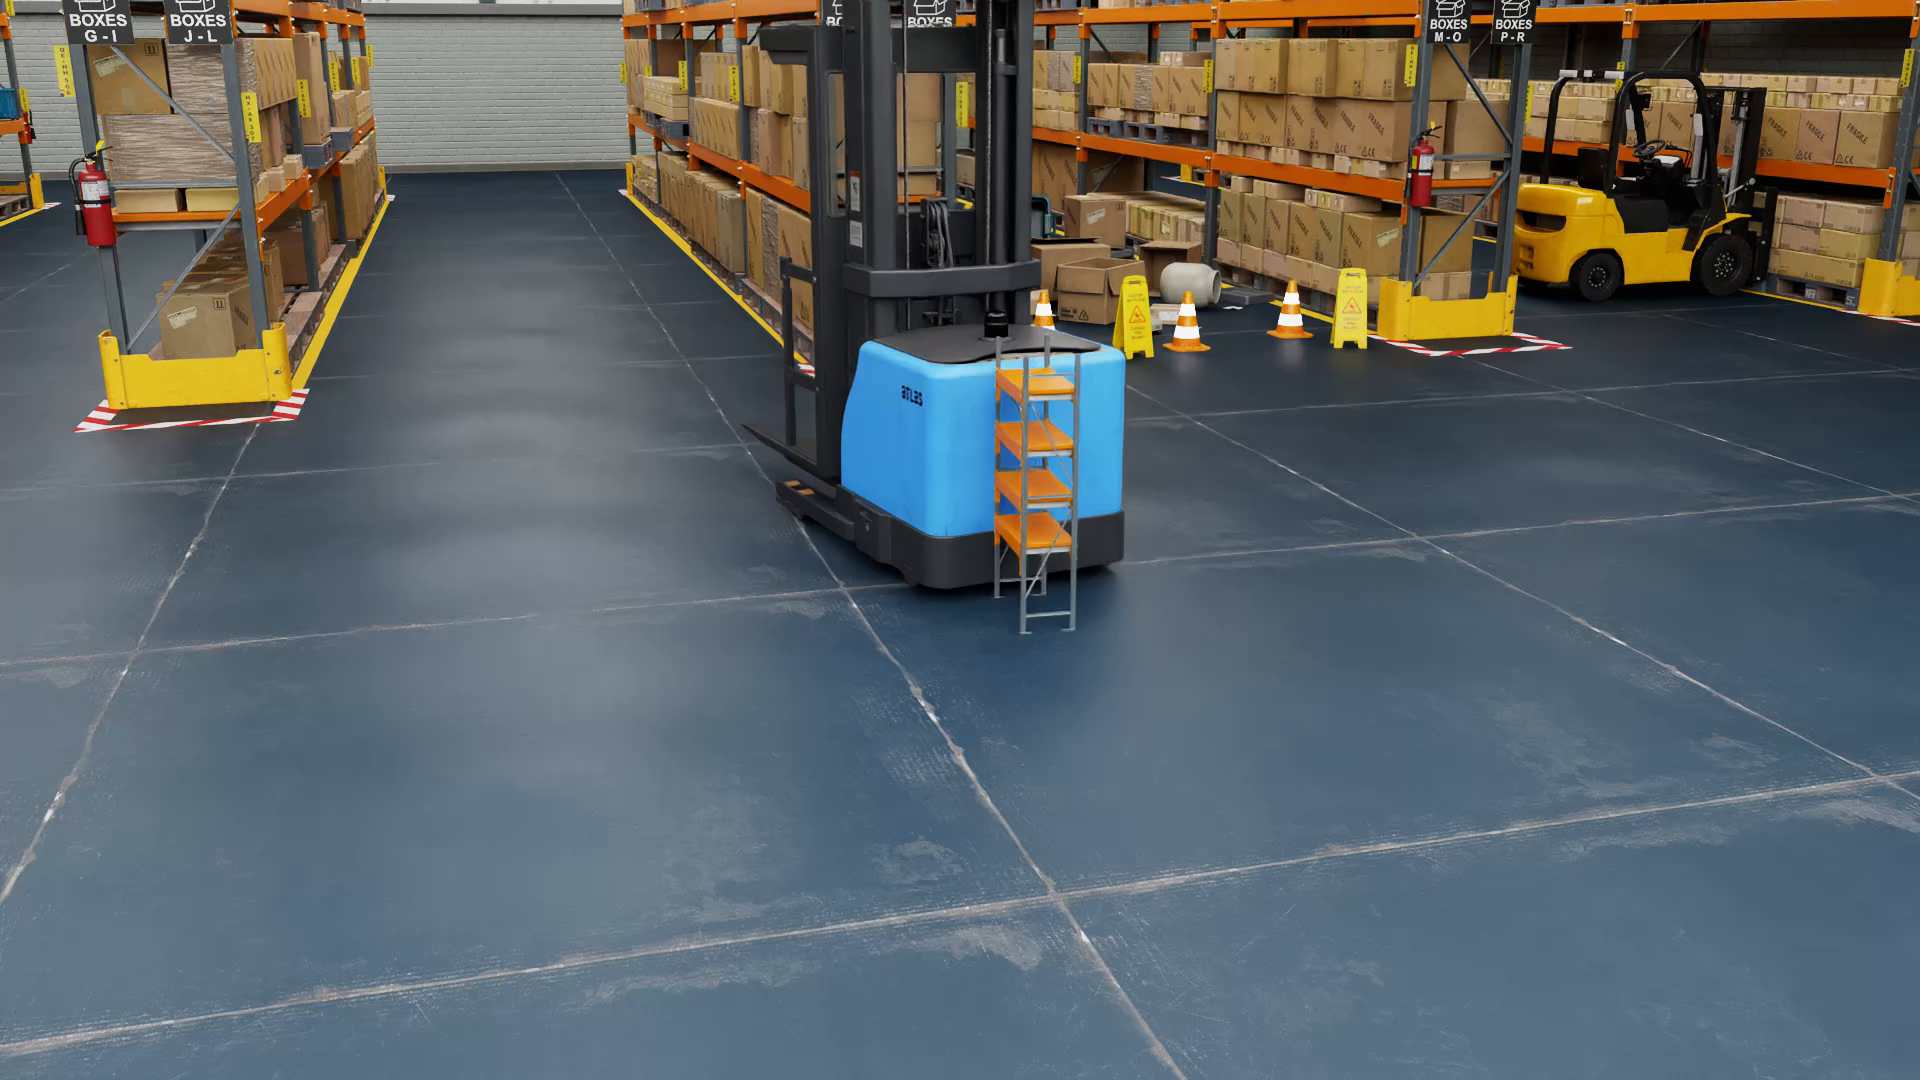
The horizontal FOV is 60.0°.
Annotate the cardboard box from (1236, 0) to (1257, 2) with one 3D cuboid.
[{"bbox_3d":[2.970,-5.427,16.528,0.380,0.149,0.250,-5,17,-15],"label":"cardboard box"}]

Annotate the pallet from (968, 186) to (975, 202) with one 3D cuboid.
[{"bbox_3d":[0.772,-5.387,26.020,1.003,0.211,1.213,-5,17,-15],"label":"pallet"}]

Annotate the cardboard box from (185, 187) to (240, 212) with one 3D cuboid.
[{"bbox_3d":[-5.174,-2.381,11.601,0.380,0.149,0.250,-5,17,-15],"label":"cardboard box"}]

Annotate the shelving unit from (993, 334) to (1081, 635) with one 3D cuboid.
[{"bbox_3d":[0.325,-0.247,7.187,0.258,1.200,0.503,-3,17,-11],"label":"shelving unit"}]

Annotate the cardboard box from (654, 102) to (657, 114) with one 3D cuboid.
[{"bbox_3d":[-3.796,-5.662,21.793,0.380,0.149,0.250,-5,17,-16],"label":"cardboard box"}]

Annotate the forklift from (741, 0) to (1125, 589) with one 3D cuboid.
[{"bbox_3d":[-0.340,-1.561,8.554,1.130,2.935,3.031,-8,19,-26],"label":"forklift"}]

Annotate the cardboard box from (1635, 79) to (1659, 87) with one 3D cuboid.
[{"bbox_3d":[7.678,-5.076,18.319,0.380,0.149,0.250,-4,17,-14],"label":"cardboard box"}]

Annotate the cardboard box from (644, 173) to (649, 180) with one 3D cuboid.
[{"bbox_3d":[-4.724,-5.720,25.990,0.380,0.149,0.250,-6,18,-18],"label":"cardboard box"}]

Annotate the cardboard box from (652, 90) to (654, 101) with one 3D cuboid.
[{"bbox_3d":[-3.867,-5.876,21.989,0.380,0.149,0.250,-4,17,-13],"label":"cardboard box"}]

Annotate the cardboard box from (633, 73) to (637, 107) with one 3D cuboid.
[{"bbox_3d":[-4.773,-6.955,25.702,0.500,0.500,0.500,-4,17,-15],"label":"cardboard box"}]

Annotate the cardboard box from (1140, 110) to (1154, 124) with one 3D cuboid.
[{"bbox_3d":[2.313,-4.925,19.342,0.380,0.149,0.250,-4,17,-14],"label":"cardboard box"}]

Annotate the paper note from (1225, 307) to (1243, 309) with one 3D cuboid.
[{"bbox_3d":[2.587,-2.204,15.736,0.142,0.019,0.148,-12,20,-34],"label":"paper note"}]

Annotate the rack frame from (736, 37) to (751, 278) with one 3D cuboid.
[{"bbox_3d":[-1.627,-3.874,16.136,1.000,3.000,0.127,-5,17,-15],"label":"rack frame"}]

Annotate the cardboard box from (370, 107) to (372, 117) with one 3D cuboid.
[{"bbox_3d":[-9.234,-6.565,25.530,0.380,0.149,0.250,-5,17,-15],"label":"cardboard box"}]

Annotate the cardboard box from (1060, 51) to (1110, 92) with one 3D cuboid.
[{"bbox_3d":[1.611,-6.049,21.464,0.500,0.500,0.500,-5,17,-17],"label":"cardboard box"}]

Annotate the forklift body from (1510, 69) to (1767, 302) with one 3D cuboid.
[{"bbox_3d":[6.700,-3.554,16.546,2.313,2.155,1.214,-5,17,-15],"label":"forklift body"}]

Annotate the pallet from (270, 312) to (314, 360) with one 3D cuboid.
[{"bbox_3d":[-5.867,-1.654,13.590,1.003,0.211,1.213,-5,17,-15],"label":"pallet"}]

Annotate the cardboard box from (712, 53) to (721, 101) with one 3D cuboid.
[{"bbox_3d":[-2.329,-5.101,18.308,0.700,0.500,0.500,-5,17,-16],"label":"cardboard box"}]

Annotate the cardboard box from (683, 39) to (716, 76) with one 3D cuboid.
[{"bbox_3d":[-3.716,-6.900,23.781,0.500,0.500,0.500,-4,17,-14],"label":"cardboard box"}]

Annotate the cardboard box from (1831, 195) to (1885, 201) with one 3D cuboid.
[{"bbox_3d":[8.884,-3.230,16.301,0.500,0.250,0.500,-5,17,-15],"label":"cardboard box"}]

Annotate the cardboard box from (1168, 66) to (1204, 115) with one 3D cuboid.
[{"bbox_3d":[2.619,-4.932,18.235,0.500,0.500,0.500,-5,17,-15],"label":"cardboard box"}]

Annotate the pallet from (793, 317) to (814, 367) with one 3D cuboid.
[{"bbox_3d":[-0.823,-1.647,13.569,1.003,0.211,1.213,-5,17,-15],"label":"pallet"}]

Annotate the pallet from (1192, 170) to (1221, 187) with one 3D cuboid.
[{"bbox_3d":[4.819,-6.429,29.489,1.003,0.211,1.213,-5,17,-15],"label":"pallet"}]

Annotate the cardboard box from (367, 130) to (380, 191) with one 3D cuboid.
[{"bbox_3d":[-9.469,-5.842,25.651,0.875,0.875,0.875,-5,17,-15],"label":"cardboard box"}]

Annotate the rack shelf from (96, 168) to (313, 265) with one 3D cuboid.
[{"bbox_3d":[-5.875,-2.612,13.185,1.077,0.370,4.000,-5,17,-15],"label":"rack shelf"}]

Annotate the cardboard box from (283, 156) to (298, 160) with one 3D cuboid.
[{"bbox_3d":[-6.023,-3.284,14.606,0.380,0.149,0.250,-5,17,-15],"label":"cardboard box"}]

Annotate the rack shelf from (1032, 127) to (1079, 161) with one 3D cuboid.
[{"bbox_3d":[1.455,-5.609,23.160,1.077,0.370,4.000,-5,17,-15],"label":"rack shelf"}]

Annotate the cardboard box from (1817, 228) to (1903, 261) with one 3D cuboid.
[{"bbox_3d":[8.541,-2.814,15.787,0.500,0.250,0.500,-5,17,-16],"label":"cardboard box"}]

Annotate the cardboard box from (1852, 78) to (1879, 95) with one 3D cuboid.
[{"bbox_3d":[8.576,-4.230,15.501,0.380,0.149,0.250,-5,17,-15],"label":"cardboard box"}]

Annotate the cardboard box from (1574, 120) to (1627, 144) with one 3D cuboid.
[{"bbox_3d":[7.486,-4.734,19.258,0.500,0.250,0.500,-4,17,-14],"label":"cardboard box"}]

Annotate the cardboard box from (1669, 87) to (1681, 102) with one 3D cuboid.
[{"bbox_3d":[7.882,-4.795,17.900,0.380,0.149,0.250,-5,17,-15],"label":"cardboard box"}]

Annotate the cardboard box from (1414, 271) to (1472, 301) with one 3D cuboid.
[{"bbox_3d":[4.248,-2.316,14.999,0.500,0.250,0.500,-5,17,-16],"label":"cardboard box"}]

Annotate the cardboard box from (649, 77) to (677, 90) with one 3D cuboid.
[{"bbox_3d":[-3.943,-6.091,22.186,0.380,0.149,0.250,-5,17,-16],"label":"cardboard box"}]

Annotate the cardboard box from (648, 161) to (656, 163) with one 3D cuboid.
[{"bbox_3d":[-4.566,-5.718,25.465,0.380,0.149,0.250,-5,17,-15],"label":"cardboard box"}]

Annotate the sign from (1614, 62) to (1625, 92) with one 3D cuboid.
[{"bbox_3d":[7.357,-5.158,18.535,0.100,0.325,0.005,-5,17,-15],"label":"sign"}]

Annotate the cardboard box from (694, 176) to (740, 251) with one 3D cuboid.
[{"bbox_3d":[-2.402,-3.687,18.694,1.050,0.750,0.750,-4,17,-14],"label":"cardboard box"}]

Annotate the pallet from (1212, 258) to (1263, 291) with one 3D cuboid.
[{"bbox_3d":[3.323,-2.775,17.324,1.003,0.211,1.213,-5,17,-15],"label":"pallet"}]

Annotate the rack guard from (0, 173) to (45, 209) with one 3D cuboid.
[{"bbox_3d":[-14.503,-5.246,25.048,1.175,0.500,0.348,-5,17,-15],"label":"rack guard"}]

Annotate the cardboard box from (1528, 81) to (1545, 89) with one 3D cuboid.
[{"bbox_3d":[7.041,-5.541,20.383,0.380,0.149,0.250,-5,17,-17],"label":"cardboard box"}]

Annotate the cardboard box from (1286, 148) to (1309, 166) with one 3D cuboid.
[{"bbox_3d":[3.321,-3.639,15.788,0.380,0.149,0.250,-5,17,-15],"label":"cardboard box"}]

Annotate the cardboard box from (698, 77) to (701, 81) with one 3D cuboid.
[{"bbox_3d":[-3.312,-6.139,22.347,0.380,0.149,0.250,-5,17,-15],"label":"cardboard box"}]

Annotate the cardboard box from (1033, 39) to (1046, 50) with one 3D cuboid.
[{"bbox_3d":[1.069,-7.452,25.006,0.380,0.149,0.250,-5,17,-16],"label":"cardboard box"}]

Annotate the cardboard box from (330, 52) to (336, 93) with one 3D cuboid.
[{"bbox_3d":[-8.262,-5.884,20.910,0.797,0.503,0.637,-5,17,-15],"label":"cardboard box"}]

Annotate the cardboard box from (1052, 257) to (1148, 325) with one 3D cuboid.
[{"bbox_3d":[1.287,-2.277,15.159,0.637,0.503,0.797,11,20,32],"label":"cardboard box"}]

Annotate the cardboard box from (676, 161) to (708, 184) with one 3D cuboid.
[{"bbox_3d":[-3.316,-4.651,21.033,0.500,0.250,0.500,-4,17,-14],"label":"cardboard box"}]

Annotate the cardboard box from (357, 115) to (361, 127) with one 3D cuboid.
[{"bbox_3d":[-8.384,-5.711,22.686,0.380,0.149,0.250,-5,17,-15],"label":"cardboard box"}]

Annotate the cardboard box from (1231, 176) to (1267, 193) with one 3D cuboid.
[{"bbox_3d":[2.983,-3.624,16.920,0.380,0.149,0.250,-4,17,-14],"label":"cardboard box"}]

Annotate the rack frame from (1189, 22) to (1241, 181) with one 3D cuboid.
[{"bbox_3d":[4.578,-8.006,29.892,1.000,3.000,0.127,-5,17,-15],"label":"rack frame"}]

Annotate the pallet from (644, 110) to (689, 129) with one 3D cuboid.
[{"bbox_3d":[-3.756,-5.772,22.788,1.003,0.211,1.213,-5,17,-15],"label":"pallet"}]

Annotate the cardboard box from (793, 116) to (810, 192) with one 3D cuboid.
[{"bbox_3d":[-0.846,-3.089,13.261,0.875,0.550,0.550,-5,17,-15],"label":"cardboard box"}]

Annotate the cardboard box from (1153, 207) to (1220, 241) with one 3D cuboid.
[{"bbox_3d":[2.757,-3.580,18.993,0.950,0.372,0.625,-4,17,-12],"label":"cardboard box"}]

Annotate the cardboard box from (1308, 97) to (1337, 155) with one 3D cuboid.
[{"bbox_3d":[3.522,-3.783,15.142,0.500,0.500,0.500,-5,17,-16],"label":"cardboard box"}]

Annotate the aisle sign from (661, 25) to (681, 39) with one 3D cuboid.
[{"bbox_3d":[-4.657,-8.483,26.958,0.394,0.787,0.004,-5,17,-15],"label":"aisle sign"}]

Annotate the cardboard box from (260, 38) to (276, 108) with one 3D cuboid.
[{"bbox_3d":[-5.483,-3.524,12.539,0.500,0.500,0.500,-5,17,-15],"label":"cardboard box"}]

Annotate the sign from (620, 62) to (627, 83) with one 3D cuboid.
[{"bbox_3d":[-5.447,-7.565,26.918,0.100,0.325,0.005,-5,17,-15],"label":"sign"}]

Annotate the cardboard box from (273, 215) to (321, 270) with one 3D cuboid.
[{"bbox_3d":[-6.839,-2.983,16.750,0.700,0.500,0.500,-6,18,-20],"label":"cardboard box"}]
